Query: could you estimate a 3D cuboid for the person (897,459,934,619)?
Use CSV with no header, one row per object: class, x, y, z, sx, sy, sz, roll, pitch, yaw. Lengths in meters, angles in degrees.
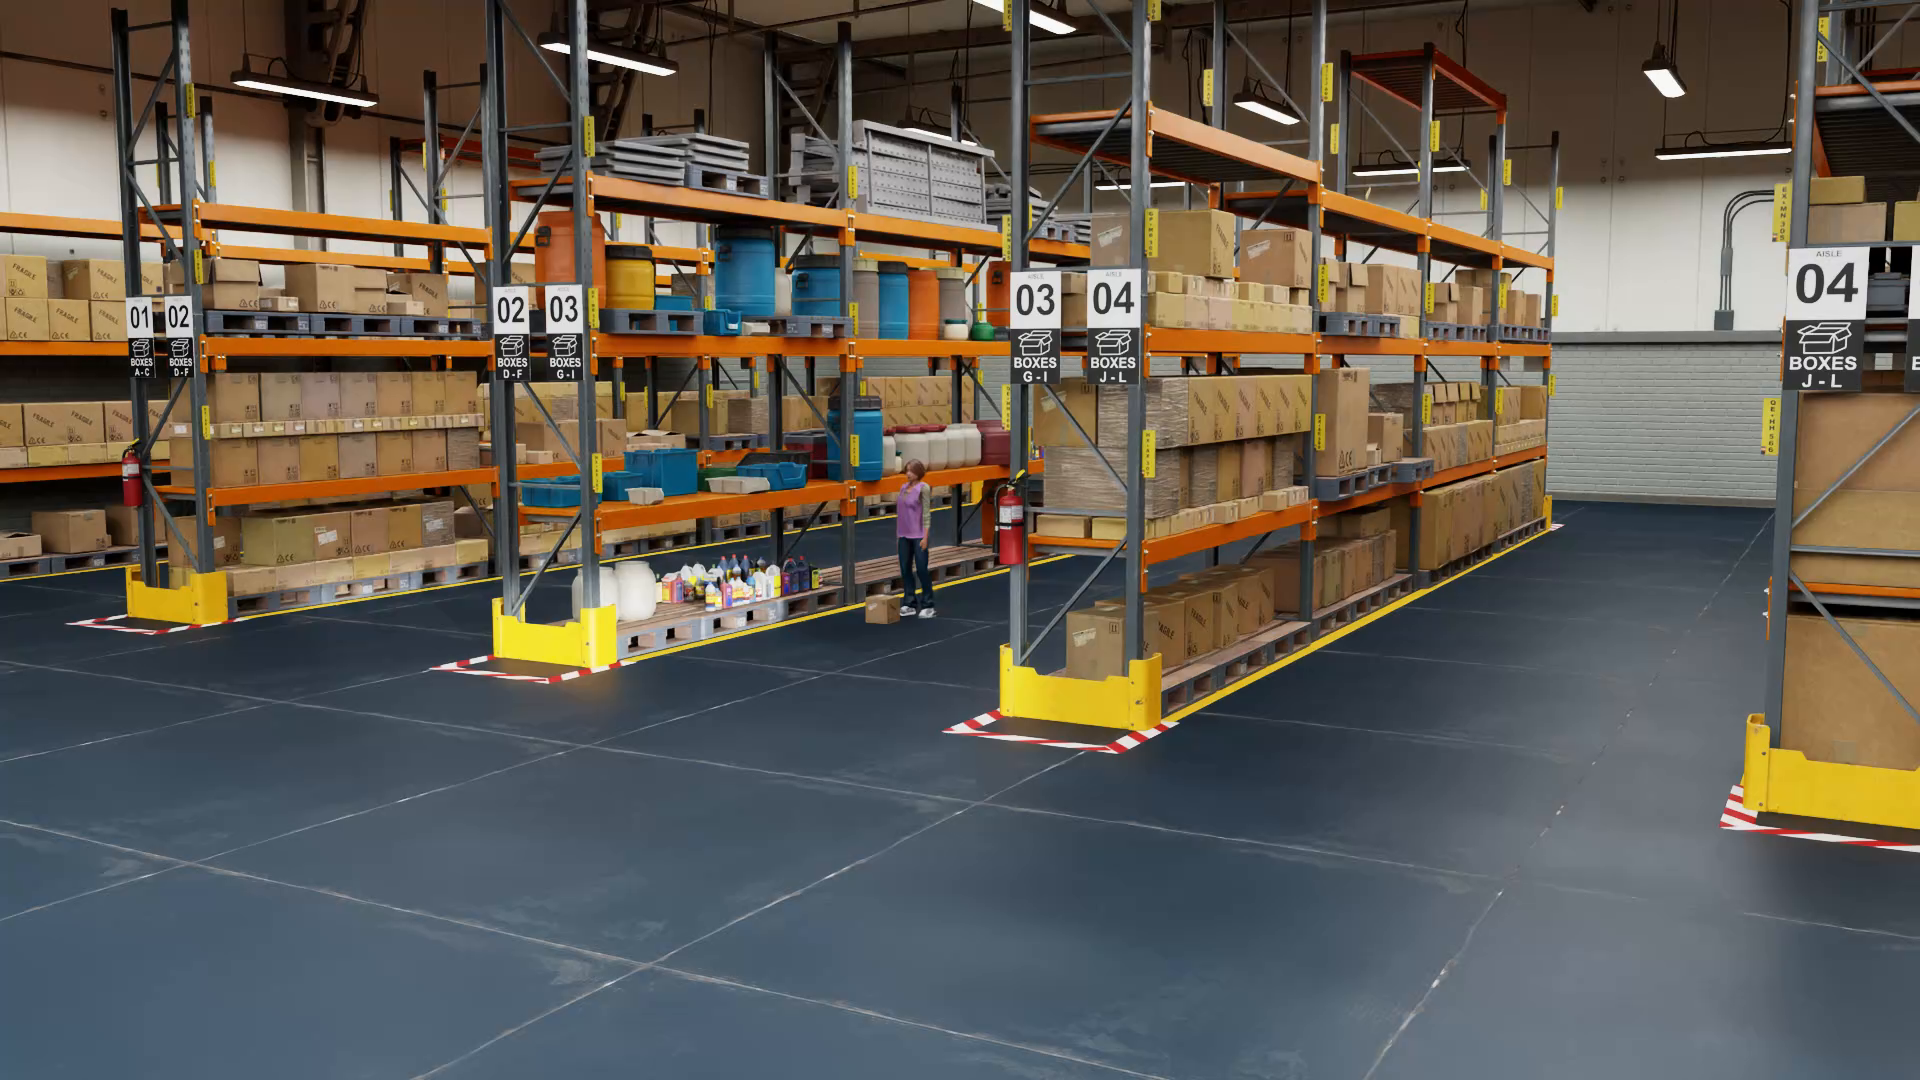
person,-0.451,0.000,16.741,0.409,1.639,0.330,6,8,42
